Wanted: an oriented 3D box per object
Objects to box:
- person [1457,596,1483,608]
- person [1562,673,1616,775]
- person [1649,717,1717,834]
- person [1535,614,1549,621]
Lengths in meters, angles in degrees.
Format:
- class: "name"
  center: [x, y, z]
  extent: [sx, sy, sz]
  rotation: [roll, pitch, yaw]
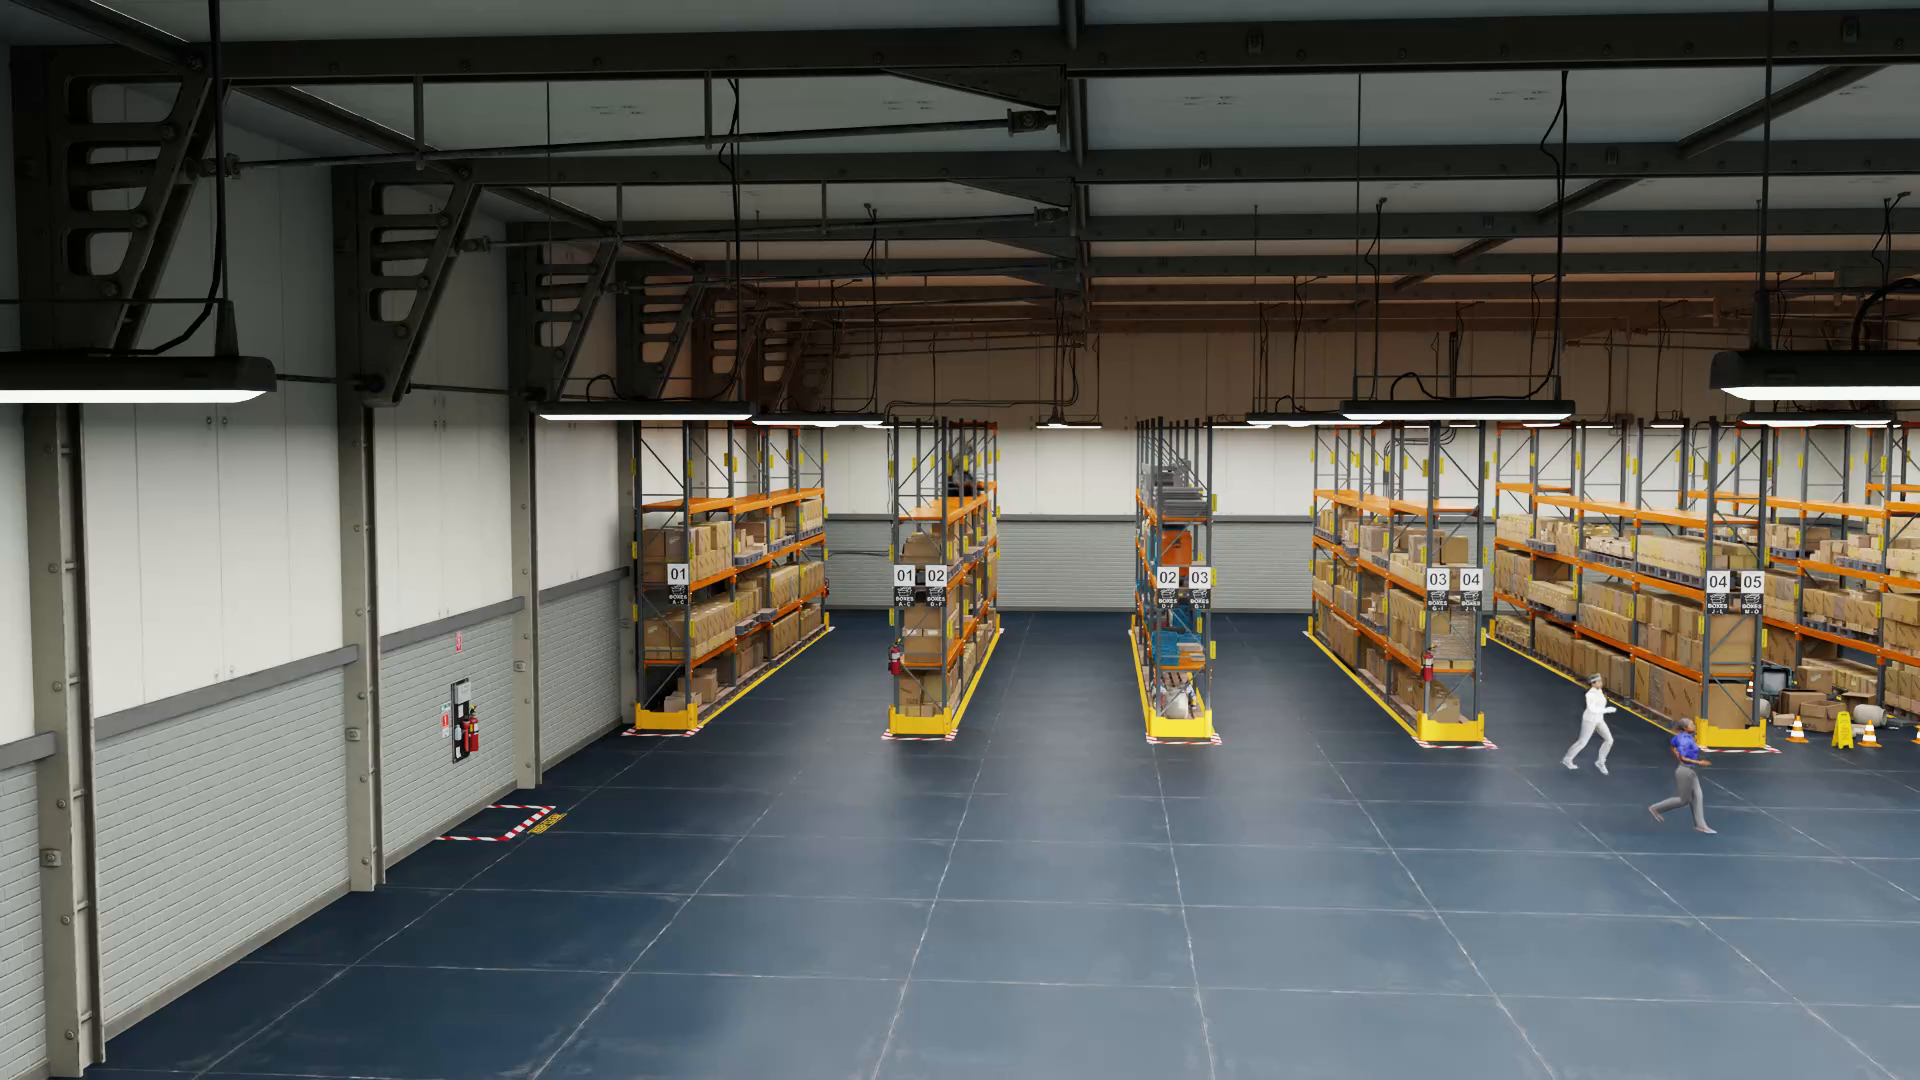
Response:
- class: "person"
  center: [13.387, 1.997, 43.675]
  extent: [0.727, 1.849, 0.834]
  rotation: [0, 4, 4]
- class: "person"
  center: [10.574, 3.062, 27.833]
  extent: [0.622, 1.729, 0.866]
  rotation: [-4, 5, -45]
- class: "person"
  center: [10.320, 3.347, 23.708]
  extent: [0.898, 1.654, 0.580]
  rotation: [2, 4, 25]
- class: "person"
  center: [16.361, 1.850, 47.105]
  extent: [0.676, 1.591, 0.790]
  rotation: [-2, 4, -29]
